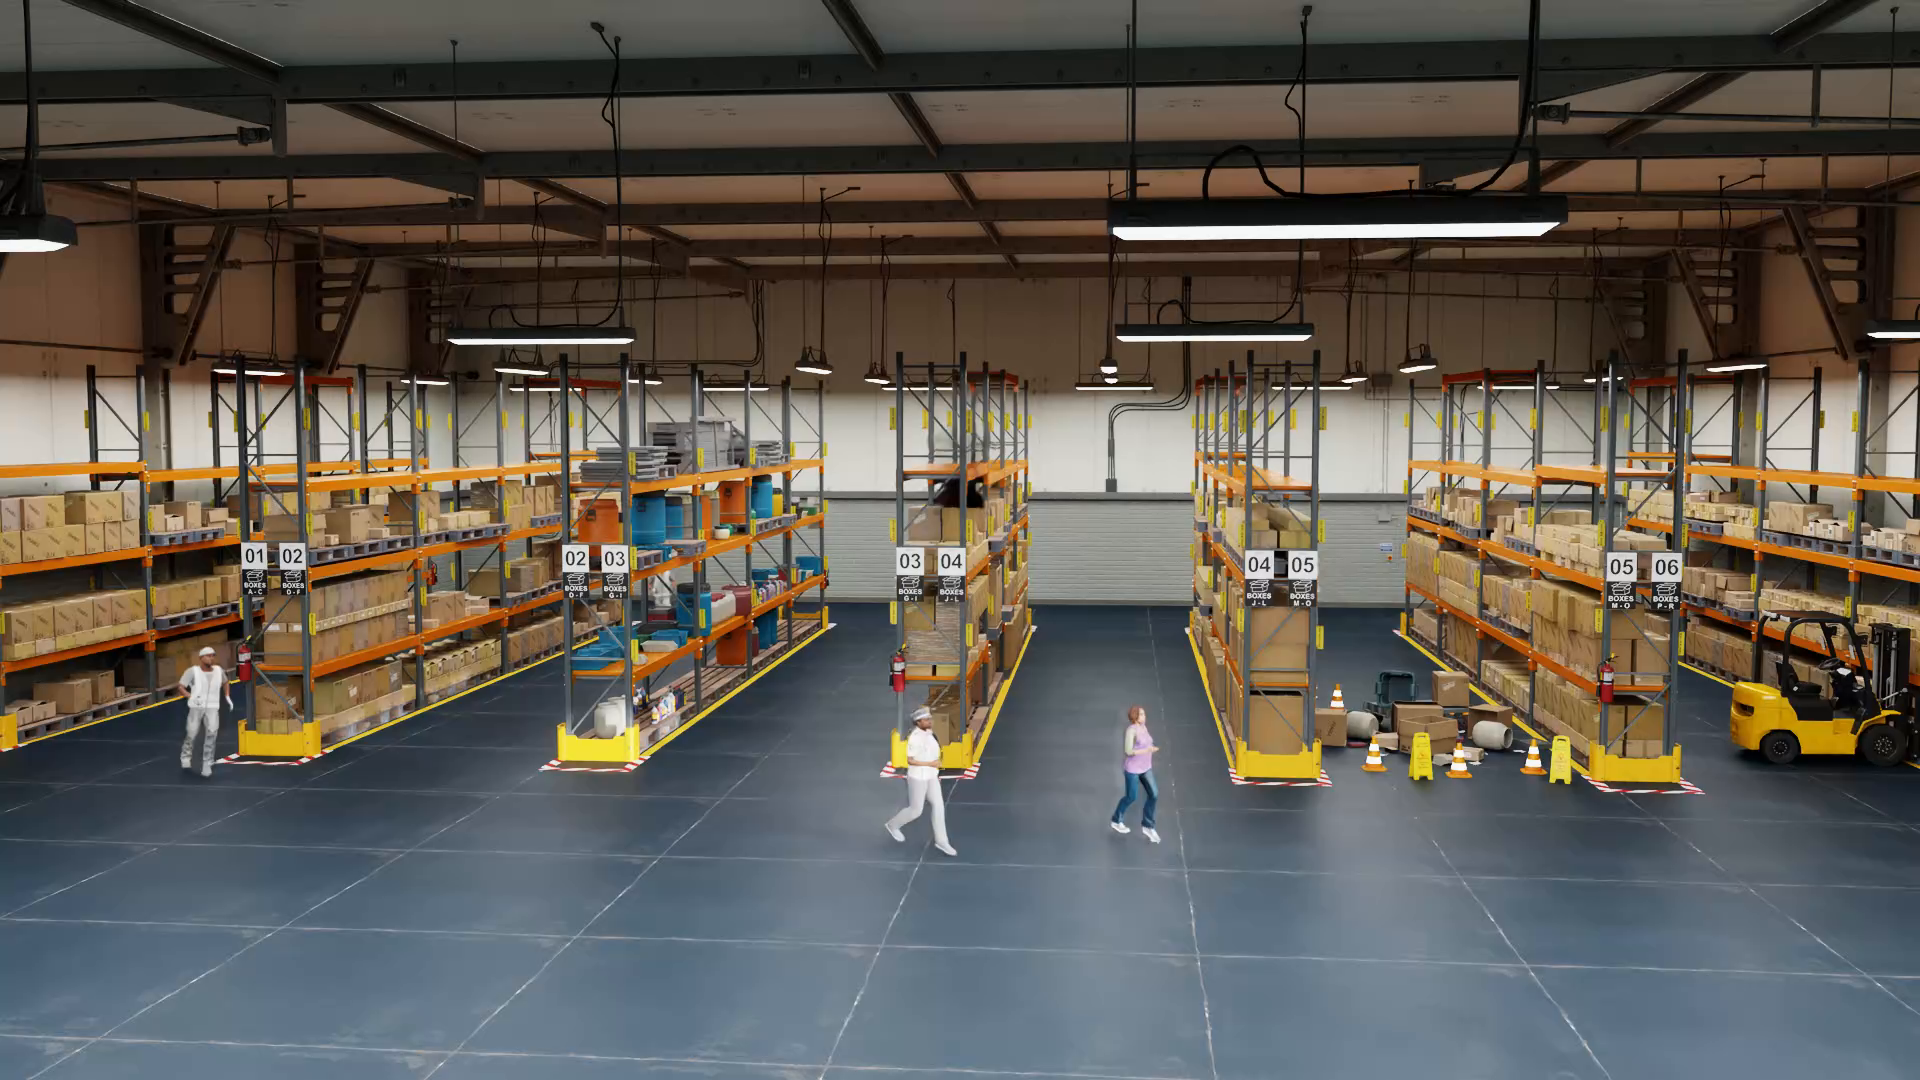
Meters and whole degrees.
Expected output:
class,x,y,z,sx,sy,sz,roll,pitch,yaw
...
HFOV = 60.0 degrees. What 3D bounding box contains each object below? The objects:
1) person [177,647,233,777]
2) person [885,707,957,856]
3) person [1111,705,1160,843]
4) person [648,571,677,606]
class,x,y,z,sx,sy,sz,roll,pitch,yaw
person,-10.762,2.426,23.763,0.747,1.786,0.799,-3,5,-36
person,-0.453,2.766,19.344,0.924,1.688,0.579,3,5,32
person,2.111,2.785,19.894,0.700,1.639,0.522,4,6,43
person,-6.956,1.364,38.757,0.707,1.813,0.869,-1,4,-11
